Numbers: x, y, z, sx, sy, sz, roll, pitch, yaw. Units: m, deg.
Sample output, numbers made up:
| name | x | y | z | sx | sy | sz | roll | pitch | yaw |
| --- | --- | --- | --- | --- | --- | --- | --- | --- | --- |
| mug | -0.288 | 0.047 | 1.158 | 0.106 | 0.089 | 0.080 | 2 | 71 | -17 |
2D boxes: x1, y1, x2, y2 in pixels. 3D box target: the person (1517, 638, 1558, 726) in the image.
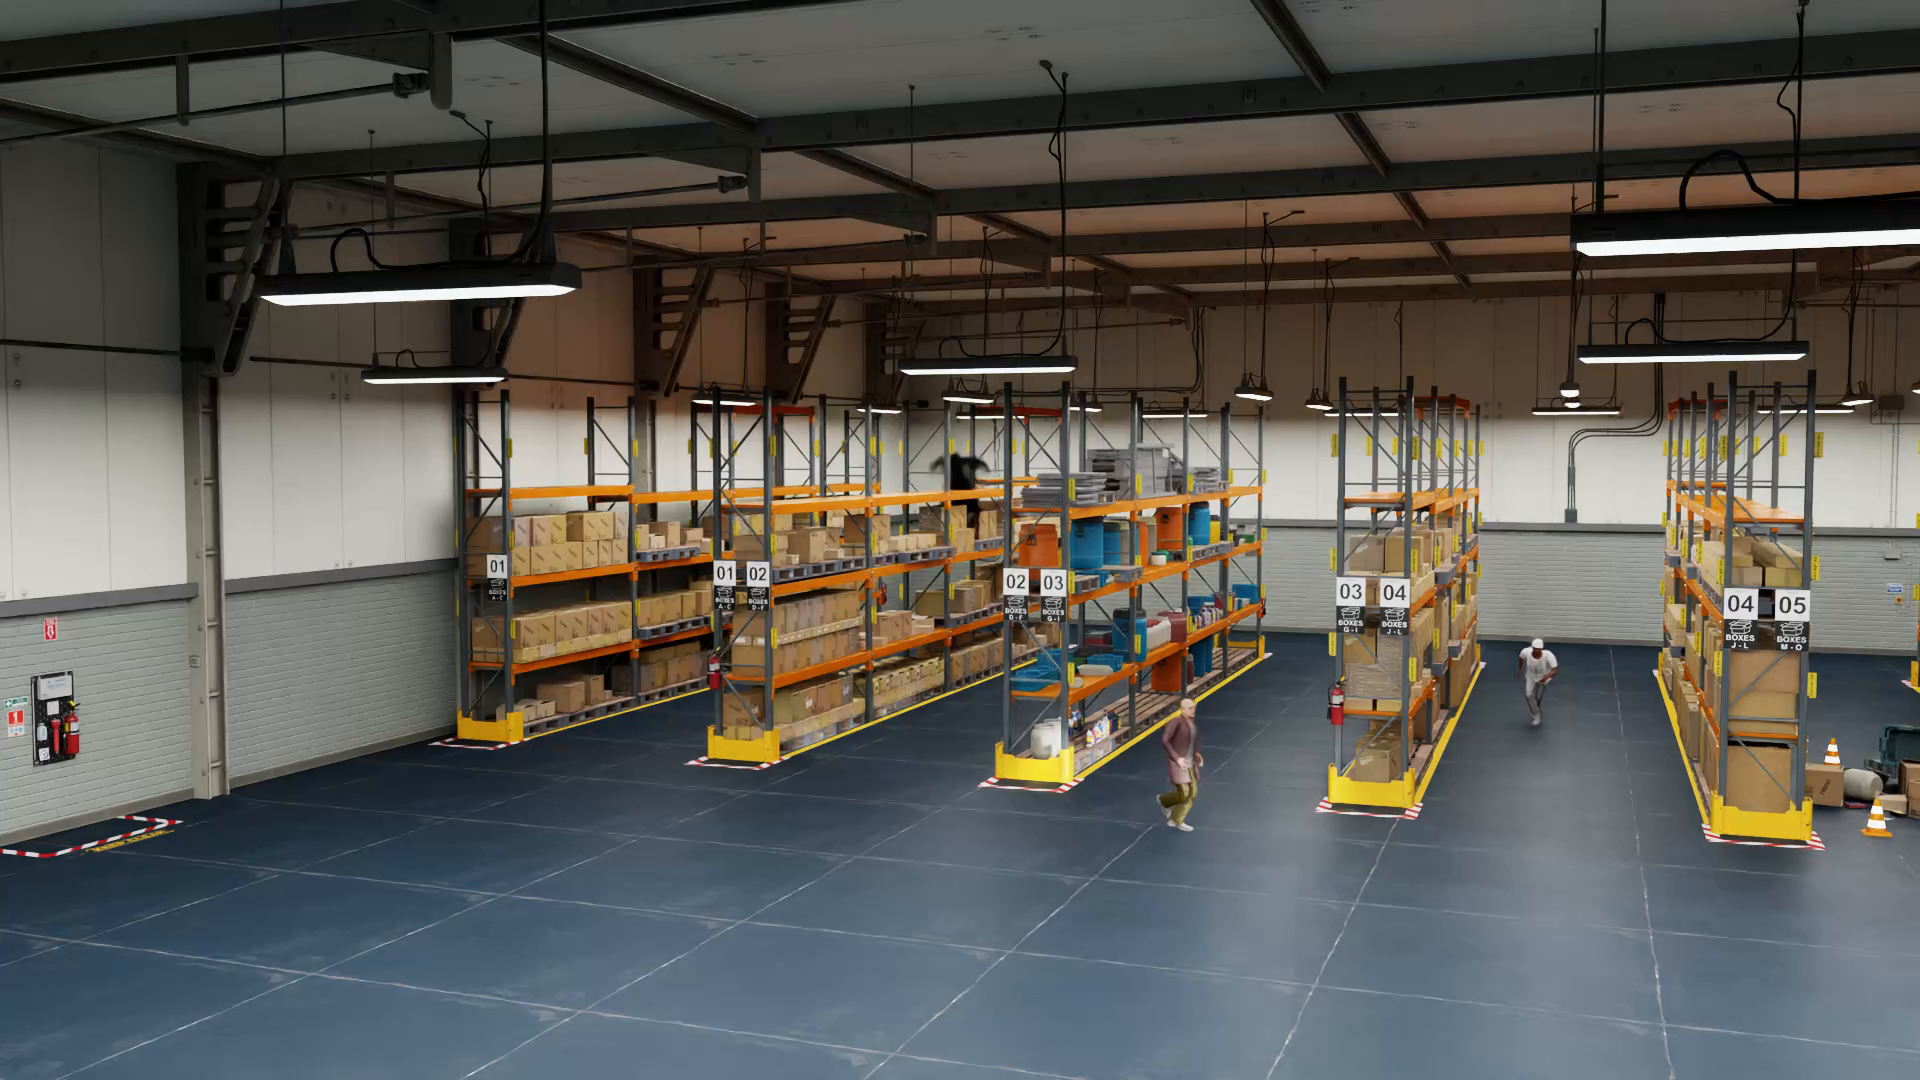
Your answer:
| name | x | y | z | sx | sy | sz | roll | pitch | yaw |
| --- | --- | --- | --- | --- | --- | --- | --- | --- | --- |
| person | 10.518 | 2.543 | 30.270 | 0.712 | 1.592 | 1.132 | 1 | 3 | 22 |

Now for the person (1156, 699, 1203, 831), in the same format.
| name | x | y | z | sx | sy | sz | roll | pitch | yaw |
| --- | --- | --- | --- | --- | --- | --- | --- | --- | --- |
| person | 2.853 | 2.943 | 21.944 | 0.708 | 1.735 | 0.649 | -3 | 4 | -40 |
